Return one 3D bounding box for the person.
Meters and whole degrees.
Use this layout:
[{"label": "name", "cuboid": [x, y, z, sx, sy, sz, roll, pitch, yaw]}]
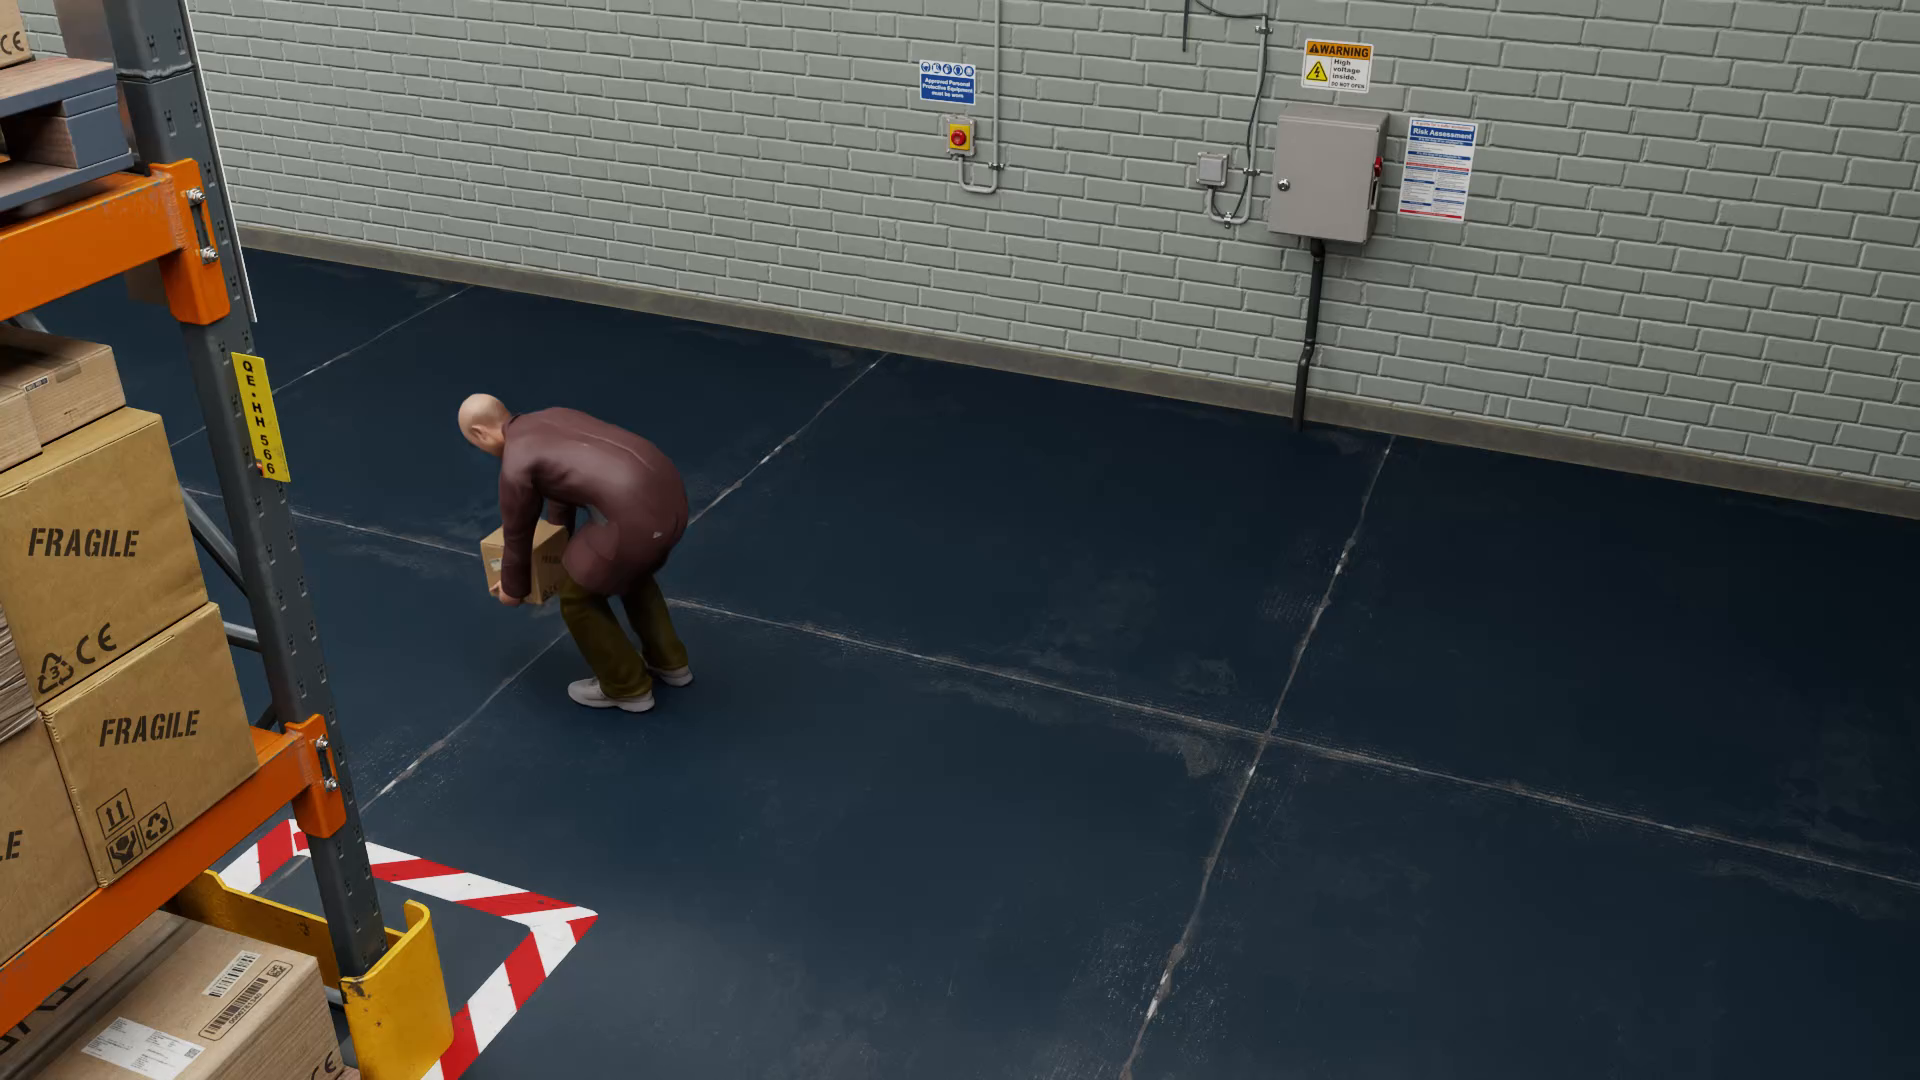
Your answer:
[{"label": "person", "cuboid": [-1.502, 0.063, 6.617, 0.916, 1.205, 0.566, 10, 31, 17]}]
